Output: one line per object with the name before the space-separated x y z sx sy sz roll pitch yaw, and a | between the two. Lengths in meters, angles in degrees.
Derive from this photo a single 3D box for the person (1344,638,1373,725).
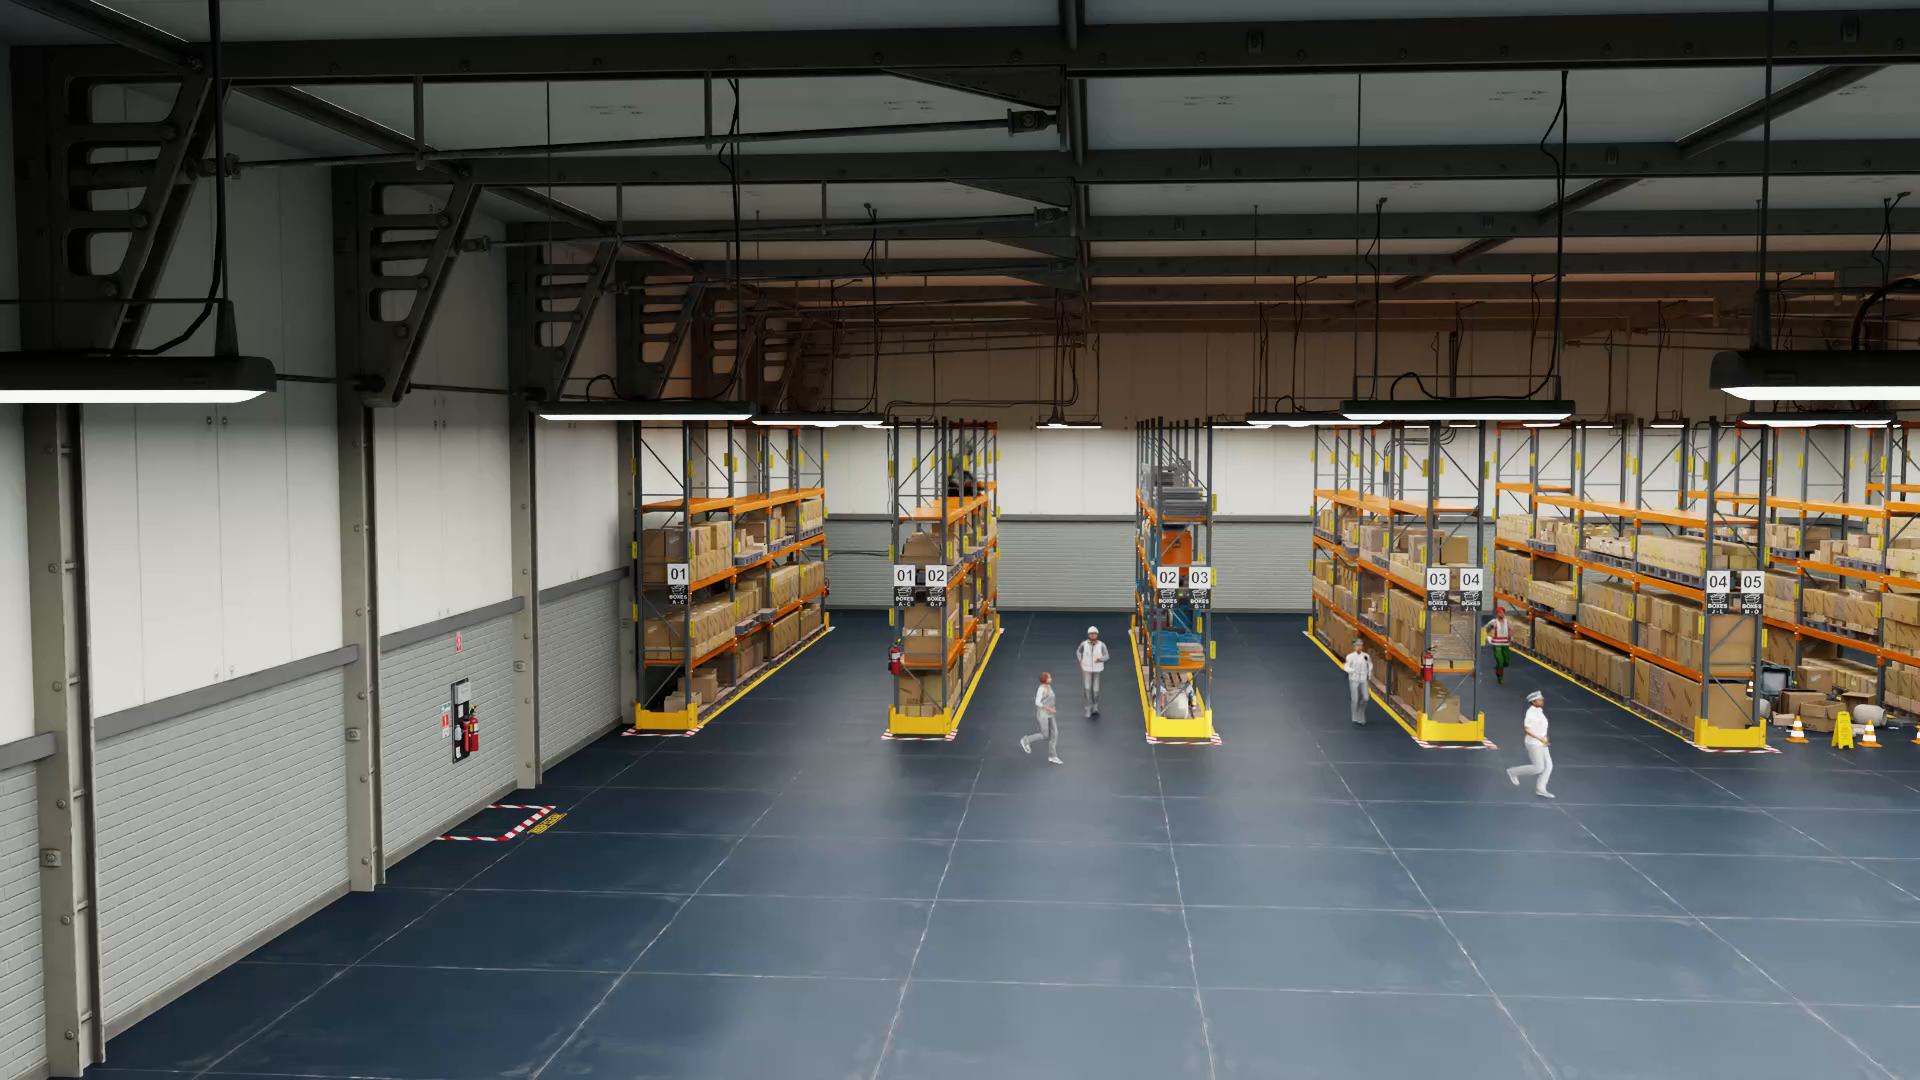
person | 7.802 2.770 32.455 0.596 1.678 0.614 0 4 2

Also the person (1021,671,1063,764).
person | 1.432 3.064 28.808 0.775 1.598 0.554 2 4 26

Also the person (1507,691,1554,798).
person | 9.009 3.194 26.173 0.711 1.680 0.577 2 4 33

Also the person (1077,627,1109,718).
person | 2.678 2.653 33.516 0.661 1.823 0.726 0 4 5

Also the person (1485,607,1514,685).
person | 12.252 2.385 37.755 0.663 1.750 0.786 0 4 -2
